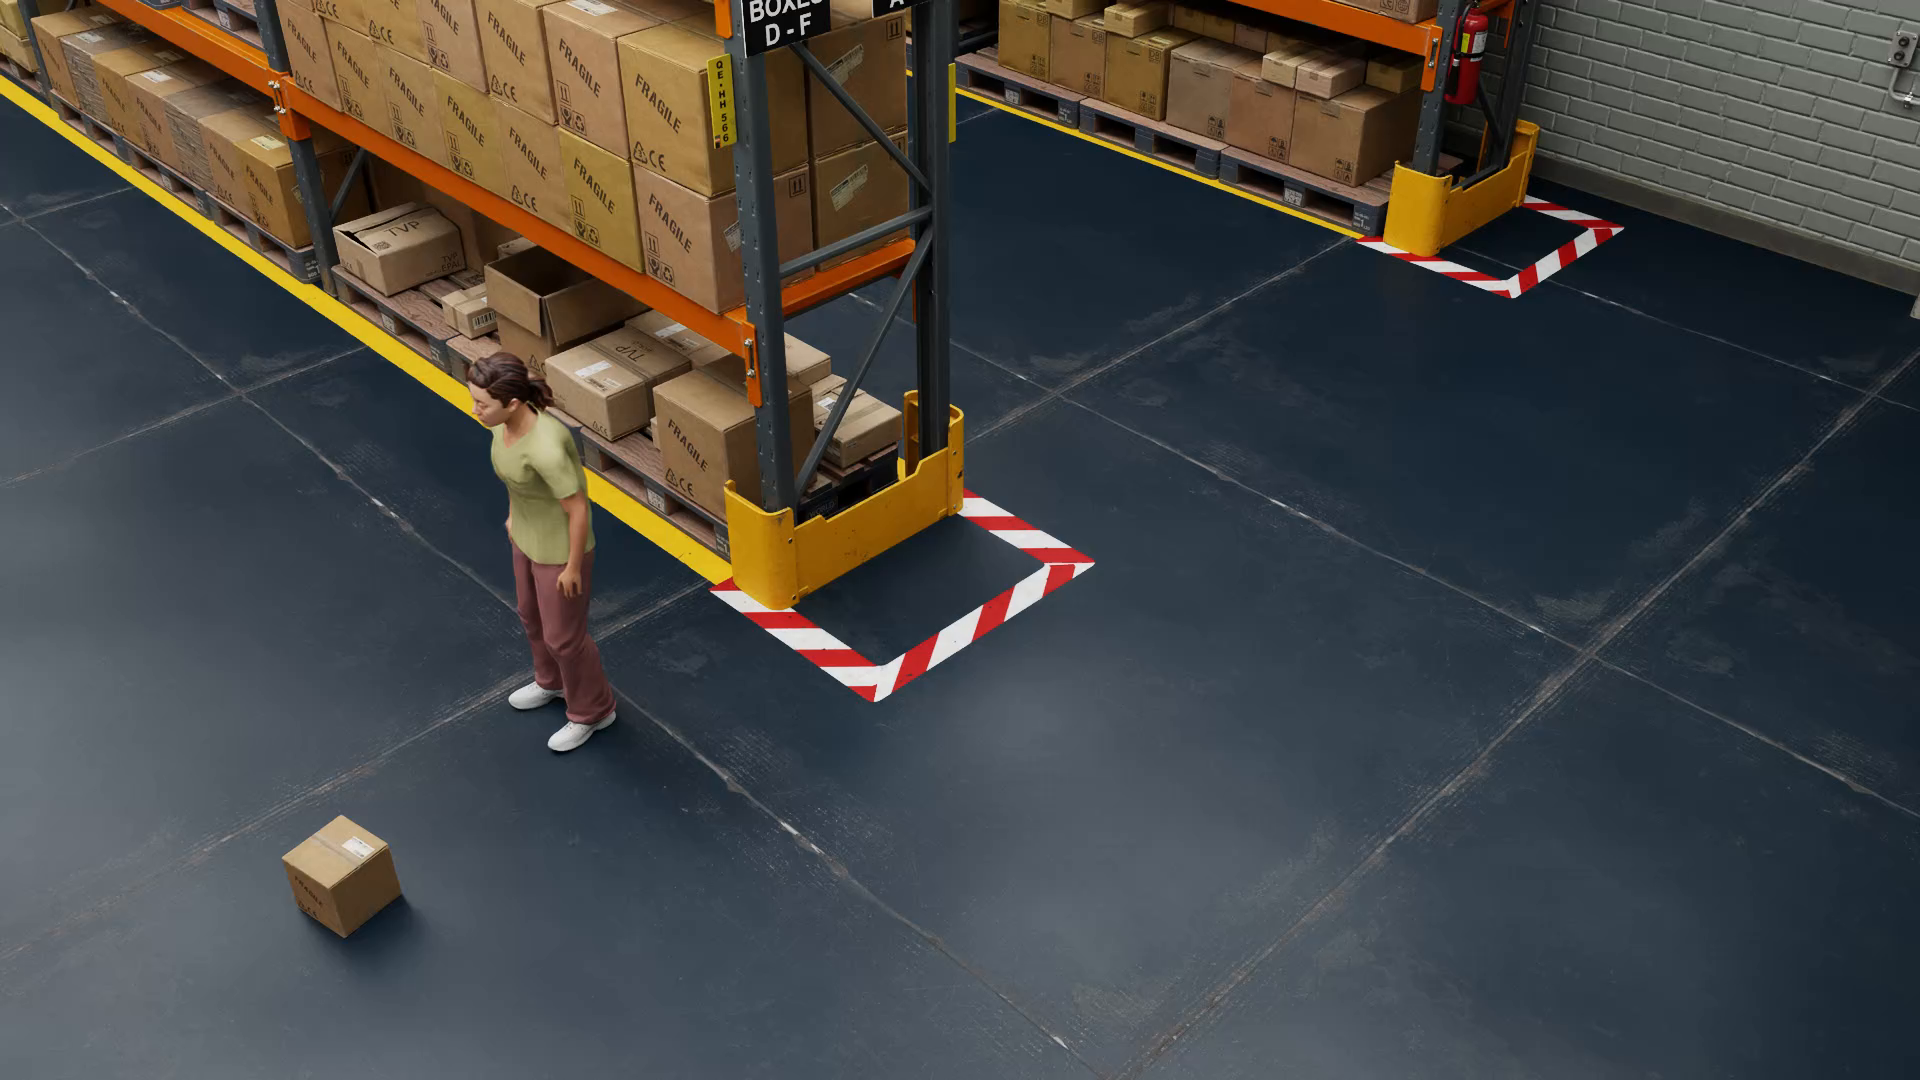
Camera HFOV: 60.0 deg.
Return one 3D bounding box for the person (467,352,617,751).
[{"bbox_3d":[-1.526,0.030,6.106,0.352,1.672,0.503,-24,42,-30],"label":"person"}]
